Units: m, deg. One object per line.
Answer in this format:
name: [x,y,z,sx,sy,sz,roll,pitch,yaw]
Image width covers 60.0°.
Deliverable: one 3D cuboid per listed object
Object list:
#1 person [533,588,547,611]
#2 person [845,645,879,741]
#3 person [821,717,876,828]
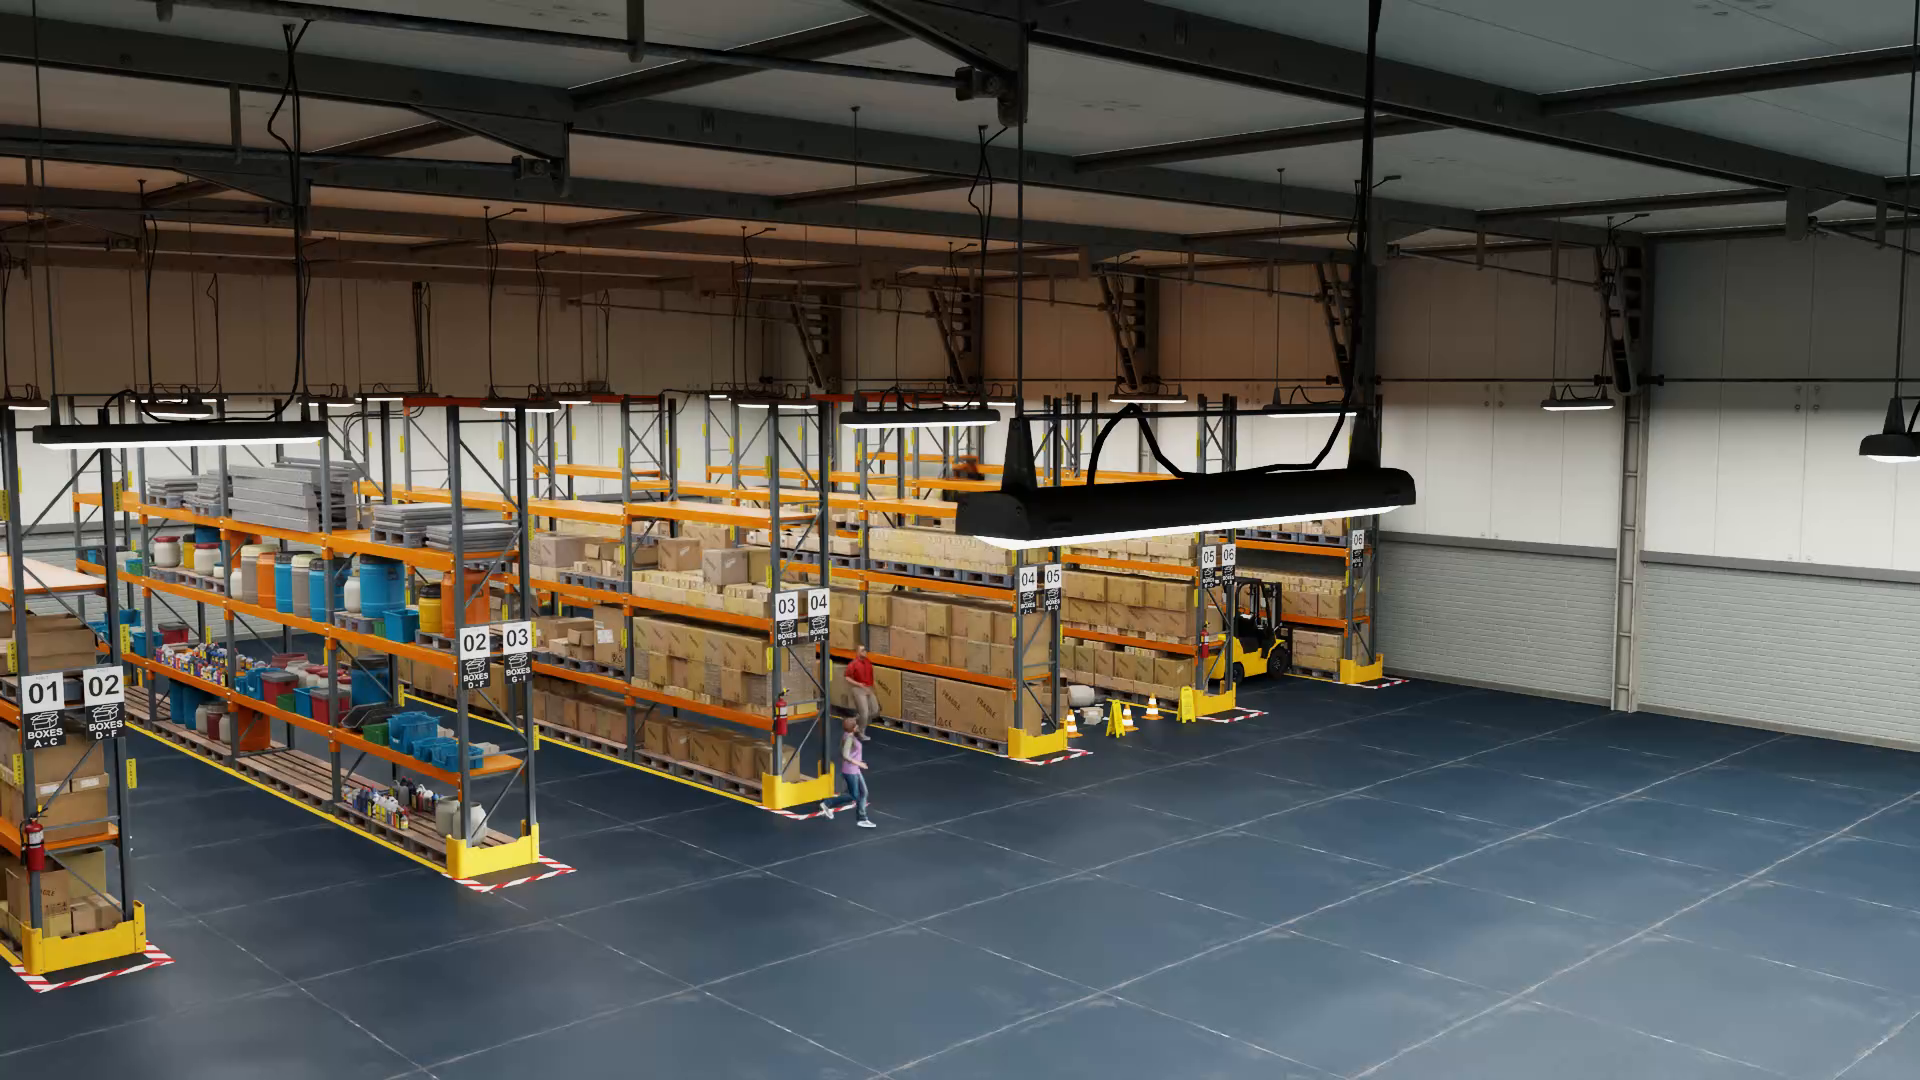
person: [-10.365,1.545,40.779,0.578,1.695,0.743,-2,6,-22]
person: [-1.708,2.673,29.188,0.622,1.674,0.659,5,8,43]
person: [-1.576,3.295,23.518,0.786,1.568,0.558,0,6,-1]
